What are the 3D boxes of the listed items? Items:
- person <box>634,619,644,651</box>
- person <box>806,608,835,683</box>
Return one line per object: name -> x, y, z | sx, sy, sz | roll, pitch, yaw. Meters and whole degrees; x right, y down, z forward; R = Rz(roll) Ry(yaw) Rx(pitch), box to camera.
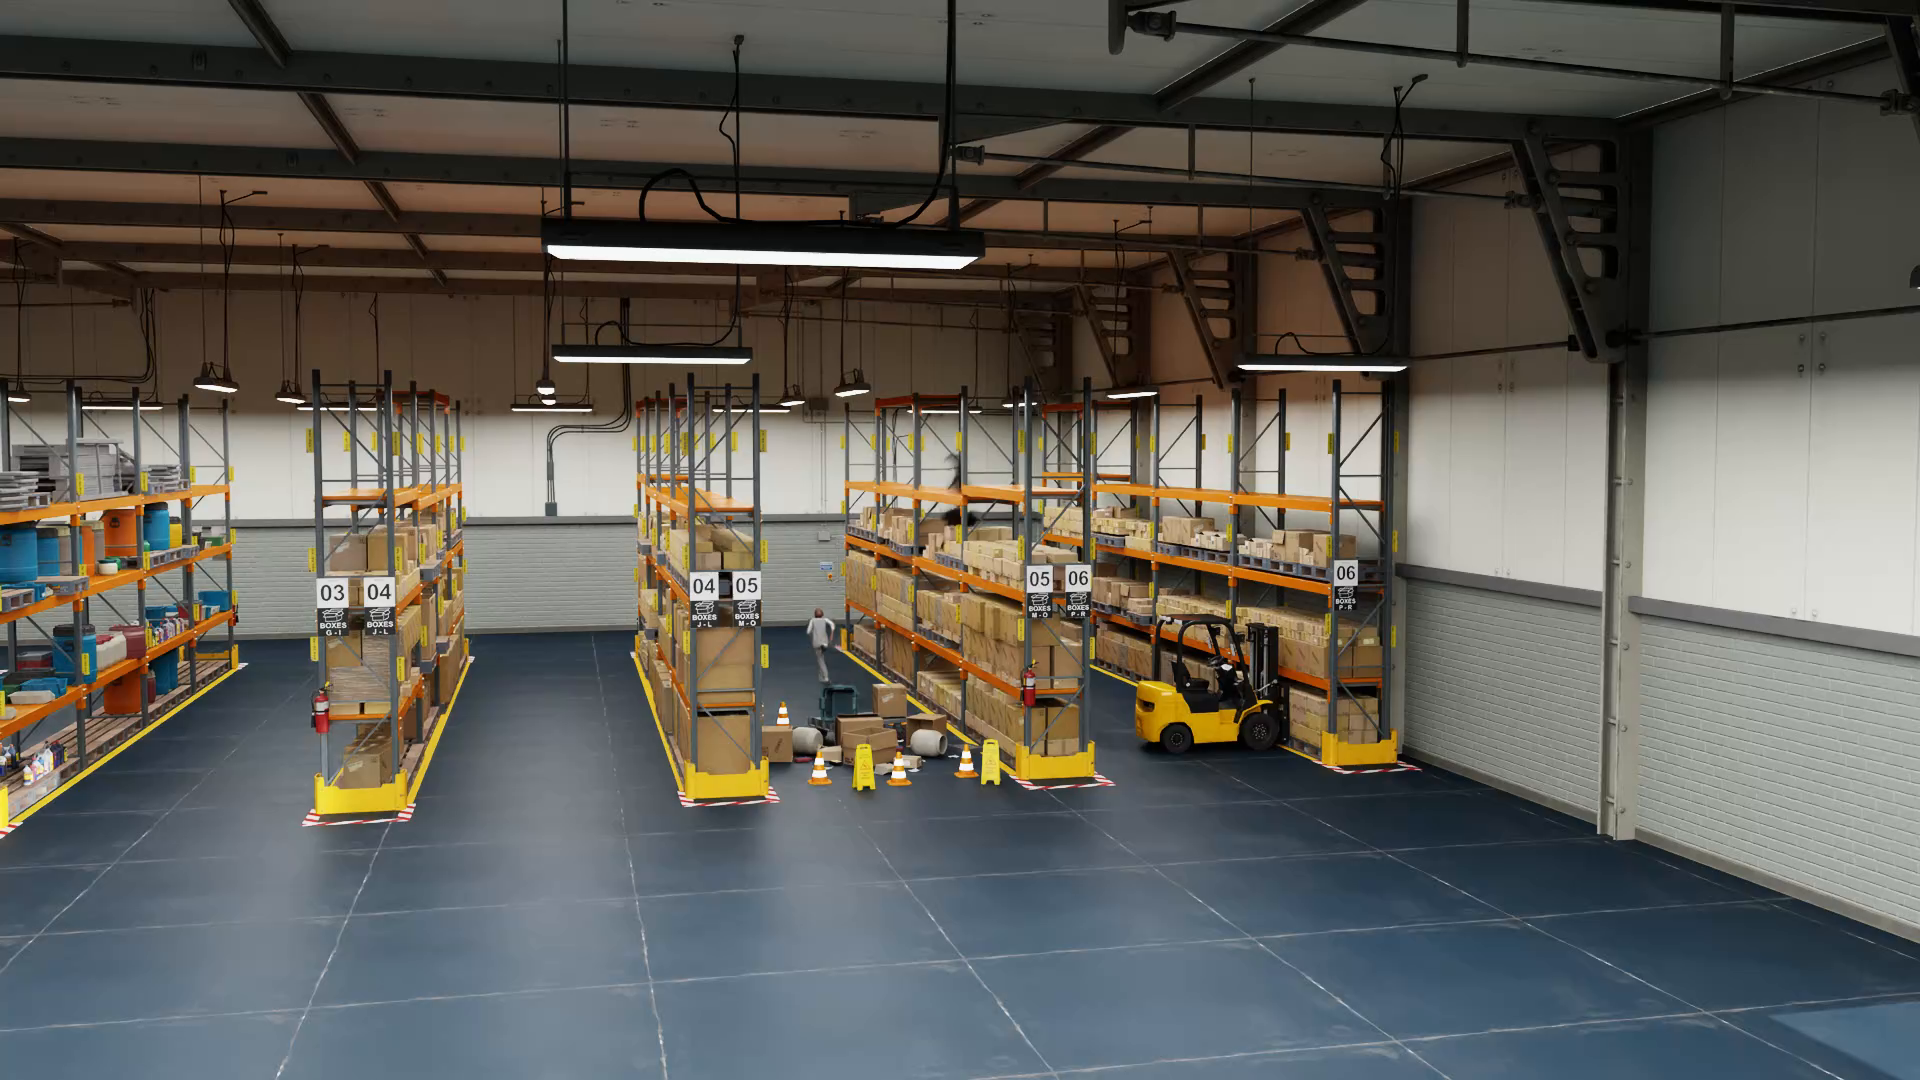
person -> -7.436, 1.846, 40.071 | 0.846, 1.763, 0.756 | -1, 3, -15
person -> -2.890, 2.219, 34.640 | 0.531, 1.564, 0.861 | -1, 4, -24
